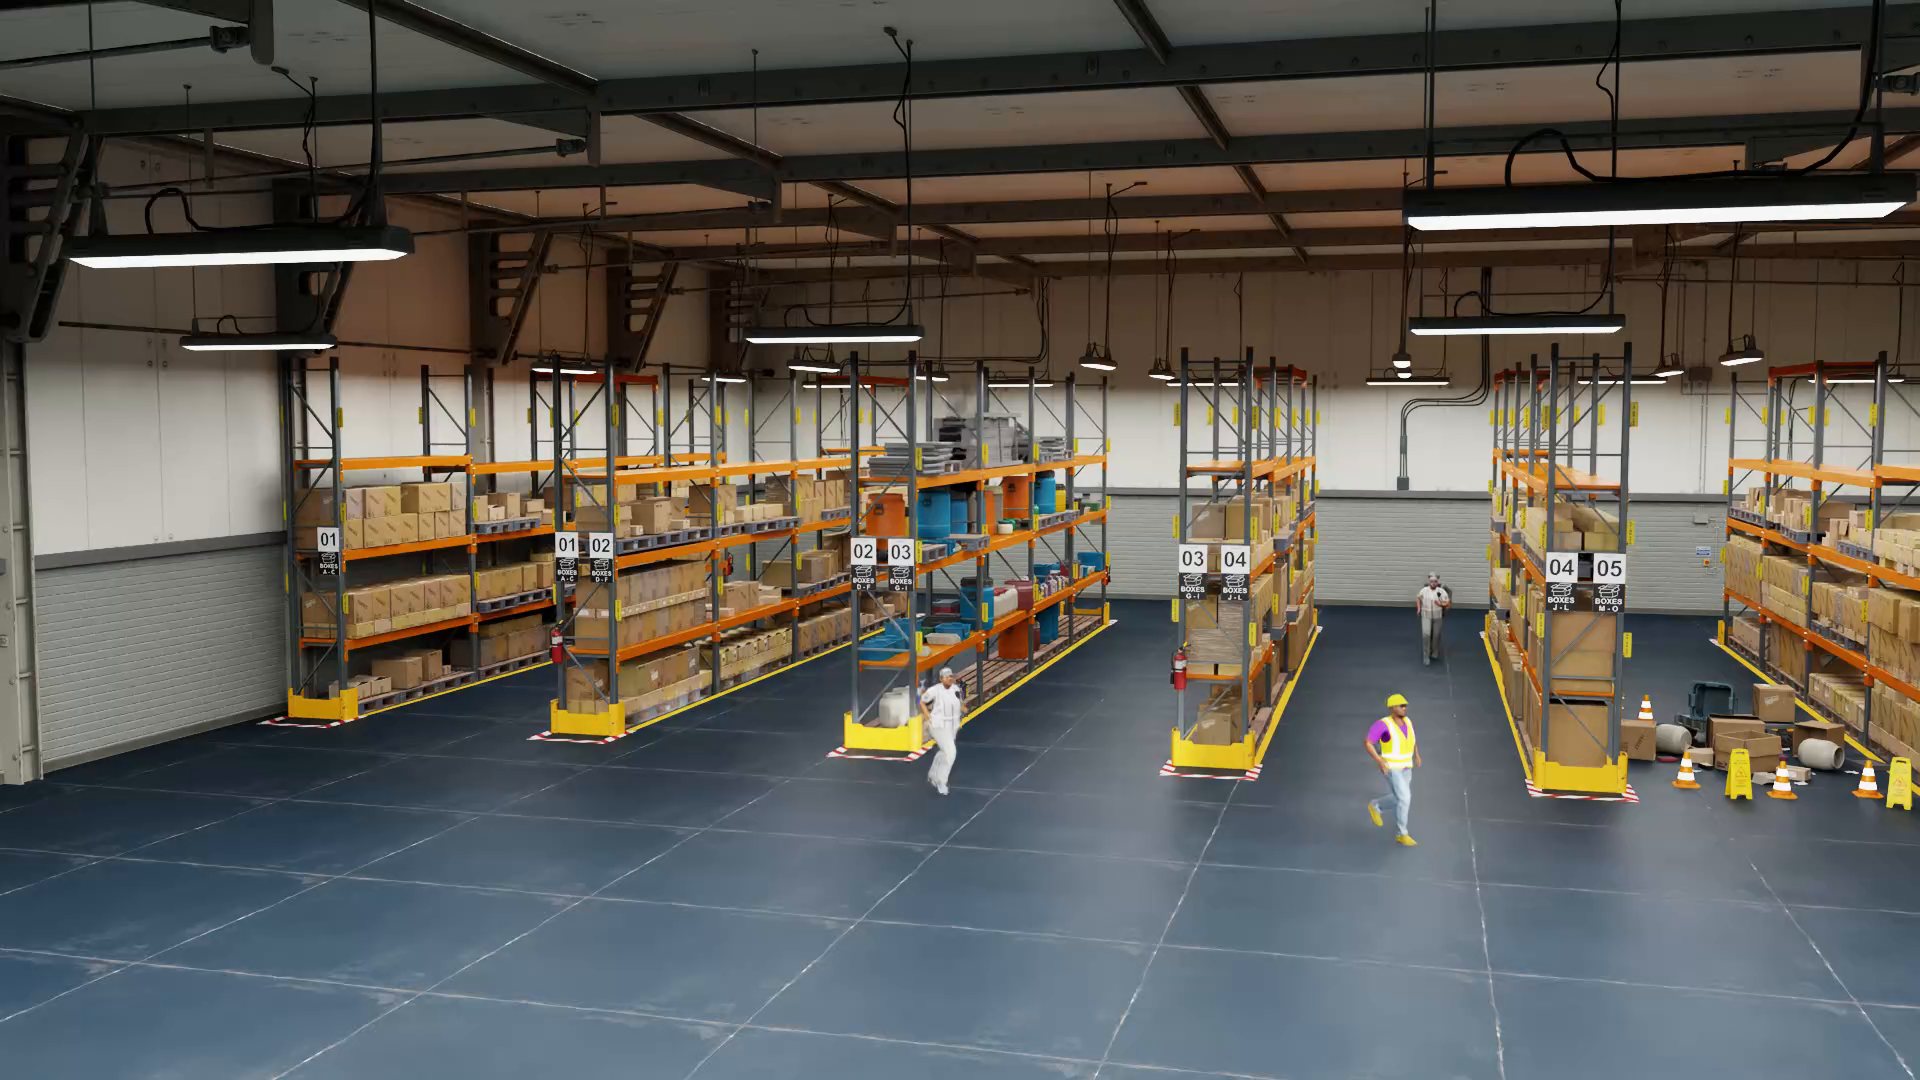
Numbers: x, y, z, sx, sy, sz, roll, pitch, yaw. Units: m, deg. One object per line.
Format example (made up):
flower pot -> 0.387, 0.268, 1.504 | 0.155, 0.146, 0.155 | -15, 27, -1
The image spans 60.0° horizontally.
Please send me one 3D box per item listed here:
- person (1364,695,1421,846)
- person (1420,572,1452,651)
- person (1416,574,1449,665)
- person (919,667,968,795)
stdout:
person -> 5.134, 2.691, 19.752 | 0.717, 1.751, 0.820 | -3, 5, -35
person -> 10.106, 1.545, 35.421 | 0.660, 1.731, 0.868 | 2, 5, 23
person -> 9.697, 1.604, 34.125 | 0.646, 1.818, 0.888 | 1, 4, 14
person -> -0.188, 2.559, 22.312 | 0.573, 1.720, 0.718 | -4, 6, -42
